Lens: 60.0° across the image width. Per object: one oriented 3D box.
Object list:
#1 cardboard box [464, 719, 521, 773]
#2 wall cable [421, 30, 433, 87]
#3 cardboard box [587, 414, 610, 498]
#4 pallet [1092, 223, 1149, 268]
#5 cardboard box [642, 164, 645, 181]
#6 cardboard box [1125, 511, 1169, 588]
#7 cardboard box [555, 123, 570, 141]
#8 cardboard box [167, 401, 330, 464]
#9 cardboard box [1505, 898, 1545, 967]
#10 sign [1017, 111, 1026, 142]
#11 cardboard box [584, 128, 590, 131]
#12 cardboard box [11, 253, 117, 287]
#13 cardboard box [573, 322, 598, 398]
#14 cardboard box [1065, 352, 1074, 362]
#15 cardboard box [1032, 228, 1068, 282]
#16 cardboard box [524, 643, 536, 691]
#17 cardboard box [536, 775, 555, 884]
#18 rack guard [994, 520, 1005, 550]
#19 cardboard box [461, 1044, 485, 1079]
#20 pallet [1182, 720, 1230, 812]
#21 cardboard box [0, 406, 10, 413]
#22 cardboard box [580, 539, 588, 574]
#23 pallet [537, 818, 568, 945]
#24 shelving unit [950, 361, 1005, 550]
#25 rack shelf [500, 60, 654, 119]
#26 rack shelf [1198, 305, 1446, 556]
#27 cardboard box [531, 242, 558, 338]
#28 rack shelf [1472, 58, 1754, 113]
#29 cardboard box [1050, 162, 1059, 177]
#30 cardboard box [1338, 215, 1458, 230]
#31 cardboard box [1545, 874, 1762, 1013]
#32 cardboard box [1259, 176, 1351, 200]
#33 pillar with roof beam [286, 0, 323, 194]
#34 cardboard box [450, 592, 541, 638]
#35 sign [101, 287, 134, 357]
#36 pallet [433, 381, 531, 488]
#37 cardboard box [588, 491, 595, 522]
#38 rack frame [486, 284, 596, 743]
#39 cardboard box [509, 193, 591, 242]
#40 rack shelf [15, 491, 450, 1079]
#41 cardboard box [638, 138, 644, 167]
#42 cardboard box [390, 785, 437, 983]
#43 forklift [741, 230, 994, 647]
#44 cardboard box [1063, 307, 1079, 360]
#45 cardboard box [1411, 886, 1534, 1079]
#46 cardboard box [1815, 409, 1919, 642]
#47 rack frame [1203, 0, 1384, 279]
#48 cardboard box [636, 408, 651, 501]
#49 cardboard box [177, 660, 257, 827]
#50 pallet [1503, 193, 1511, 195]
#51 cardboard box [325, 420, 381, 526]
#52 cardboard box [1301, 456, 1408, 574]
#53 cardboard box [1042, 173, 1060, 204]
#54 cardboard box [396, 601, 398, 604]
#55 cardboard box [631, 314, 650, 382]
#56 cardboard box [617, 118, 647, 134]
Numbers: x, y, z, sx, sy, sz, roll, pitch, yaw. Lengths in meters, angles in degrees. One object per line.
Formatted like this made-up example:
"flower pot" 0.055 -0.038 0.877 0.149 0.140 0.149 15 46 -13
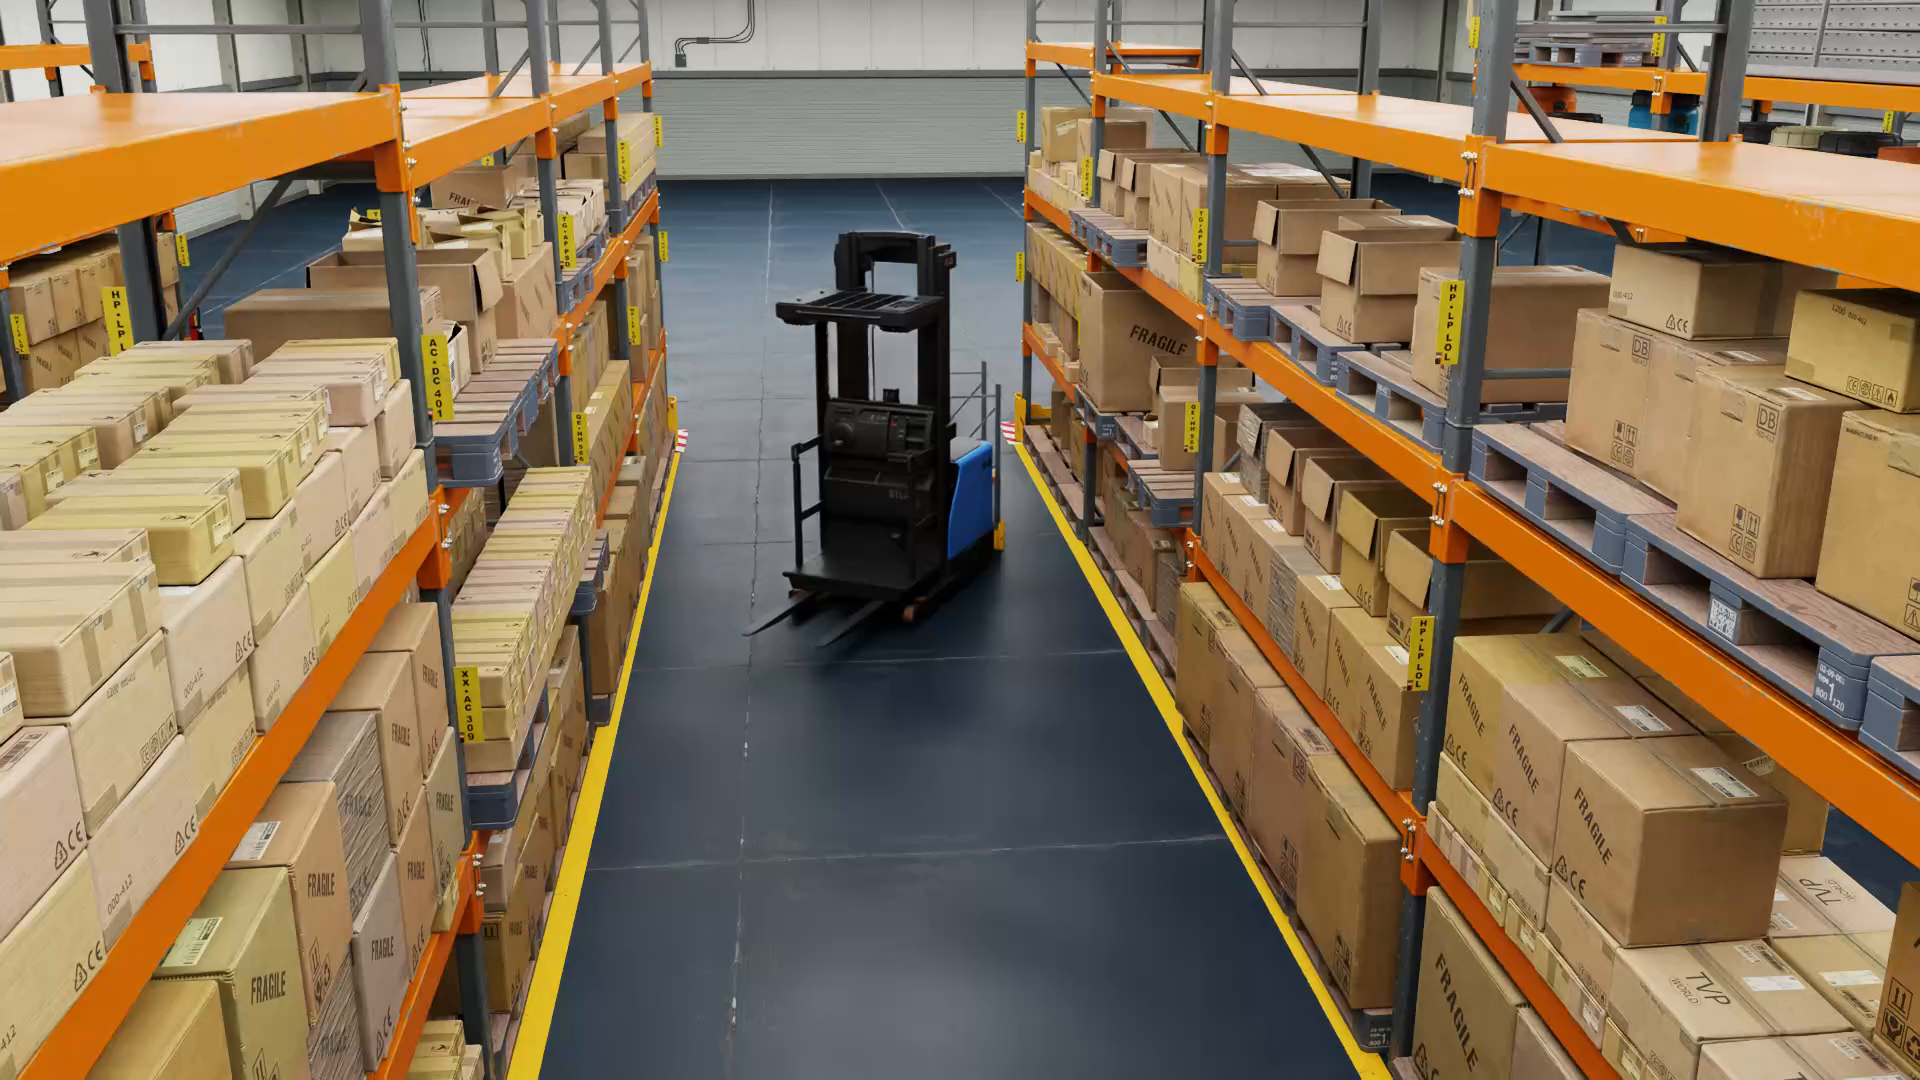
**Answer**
"cardboard box" -2.084 0.877 7.094 0.380 0.149 0.250 -3 18 -8
"wall cable" -16.496 -13.151 47.226 3.097 2.526 0.112 -2 18 -6
"cardboard box" -2.798 -0.594 11.895 0.500 0.500 0.500 -2 18 -6
"pallet" 1.686 -2.263 12.683 1.213 0.211 1.003 -2 18 -6
"cardboard box" -3.210 -3.503 15.869 0.380 0.149 0.250 -2 17 -5
"cardboard box" 1.748 0.058 13.423 0.700 0.500 0.500 -3 18 -10
"cardboard box" -3.838 -3.786 15.441 0.380 0.149 0.250 -2 17 -5
"cardboard box" -2.081 -0.304 4.881 0.380 0.149 0.250 -2 18 -8
"cardboard box" 2.226 1.419 6.068 0.380 0.149 0.250 -2 18 -7
"sign" 0.666 -4.441 17.847 0.100 0.325 0.005 -2 18 -6
"cardboard box" -3.944 -4.084 17.056 0.500 0.250 0.500 -2 18 -6
"cardboard box" -8.269 -2.372 15.391 0.700 0.500 0.500 -2 18 -6
"cardboard box" -3.162 -1.368 12.690 0.700 0.500 0.500 -2 18 -5
"cardboard box" 1.224 -1.727 16.089 0.380 0.149 0.250 -2 18 -6
"cardboard box" 1.036 -2.955 17.248 0.500 0.500 0.500 -2 18 -6
"cardboard box" -2.140 0.581 7.541 0.380 0.149 0.250 -1 17 -4
"cardboard box" -2.437 1.540 8.737 0.500 0.500 0.500 -1 17 -5
"rack guard" 0.106 -0.039 14.885 0.587 0.250 0.087 -2 18 -6
"cardboard box" -2.152 2.191 6.753 0.380 0.149 0.250 -1 17 -5
"pallet" 2.037 1.342 10.551 1.003 0.211 1.213 -2 18 -6
"cardboard box" -7.953 -1.095 14.078 0.380 0.149 0.250 -2 18 -6
"cardboard box" -2.355 0.100 9.569 0.380 0.149 0.250 -1 17 -5
"pallet" -2.712 1.823 9.017 1.003 0.211 1.213 -2 18 -6
"shelving unit" 0.053 -0.784 15.170 0.587 1.500 1.083 -2 18 -6
"rack shelf" -3.532 -4.219 15.460 1.077 0.370 4.000 -2 18 -6
"rack shelf" 2.237 -0.718 8.649 1.077 0.370 4.000 -2 18 -6
"cardboard box" -2.602 -1.419 9.515 0.500 0.500 0.500 -2 18 -6
"rack shelf" 6.338 -4.495 16.339 1.077 0.370 4.000 -2 18 -6
"cardboard box" 1.104 -3.681 16.473 0.380 0.149 0.250 -3 18 -8
"cardboard box" 2.342 -1.471 8.979 0.500 0.500 0.500 -1 17 -3
"cardboard box" 2.336 1.346 5.636 0.500 0.250 0.500 -1 17 -4
"cardboard box" 2.238 -2.091 10.821 0.500 0.500 0.500 -2 18 -5
"pillar with roof beam" -13.225 -13.847 44.259 9.100 9.000 0.400 -2 18 -6
"cardboard box" -2.166 0.359 7.750 0.380 0.149 0.250 -2 18 -6
"sign" -3.053 -0.759 6.057 0.100 0.325 0.005 -2 18 -6
"pallet" -2.459 -0.440 6.876 1.213 0.211 1.003 -2 18 -6
"cardboard box" -2.410 -0.192 10.003 0.380 0.149 0.250 -1 17 -5
"rack frame" -2.913 -0.103 10.497 1.000 3.000 0.127 -2 18 -6
"cardboard box" -2.874 -2.264 11.654 0.500 0.311 0.500 -2 18 -7
"rack shelf" -2.295 0.597 4.461 1.077 0.370 4.000 -2 18 -6
"cardboard box" -3.257 -3.650 15.673 0.500 0.250 0.500 -2 18 -5
"cardboard box" -2.118 1.189 5.717 0.500 0.500 0.500 -2 18 -7
"forklift" -0.731 -0.874 13.068 1.130 2.935 3.031 7 19 21
"cardboard box" 1.465 -2.039 16.001 0.875 0.500 0.500 -2 18 -6
"cardboard box" 2.432 1.978 6.714 0.875 0.875 0.875 -2 18 -6
"cardboard box" 2.709 -0.047 4.275 0.700 0.500 0.500 -3 18 -9
"rack frame" 2.030 -3.088 9.990 1.000 3.000 0.127 -2 18 -6
"cardboard box" -3.321 -0.671 15.152 0.875 0.875 0.875 -2 17 -5
"cardboard box" -1.996 0.469 3.917 0.500 0.250 0.500 -2 18 -7
"pallet" 6.120 -3.854 17.752 1.003 0.211 1.213 -2 18 -6
"cardboard box" -2.158 -0.224 5.291 0.500 0.250 0.500 -3 18 -8
"cardboard box" 2.230 -0.140 8.774 0.797 0.503 0.637 -1 17 -4
"cardboard box" 1.104 -3.516 16.612 0.500 0.250 0.500 -2 18 -6
"cardboard box" -2.817 0.376 7.697 0.380 0.149 0.250 -2 18 -6
"cardboard box" -3.394 -1.803 15.663 0.875 0.550 0.550 -2 18 -6
"cardboard box" -3.263 -4.034 16.230 0.380 0.149 0.250 -2 18 -5
